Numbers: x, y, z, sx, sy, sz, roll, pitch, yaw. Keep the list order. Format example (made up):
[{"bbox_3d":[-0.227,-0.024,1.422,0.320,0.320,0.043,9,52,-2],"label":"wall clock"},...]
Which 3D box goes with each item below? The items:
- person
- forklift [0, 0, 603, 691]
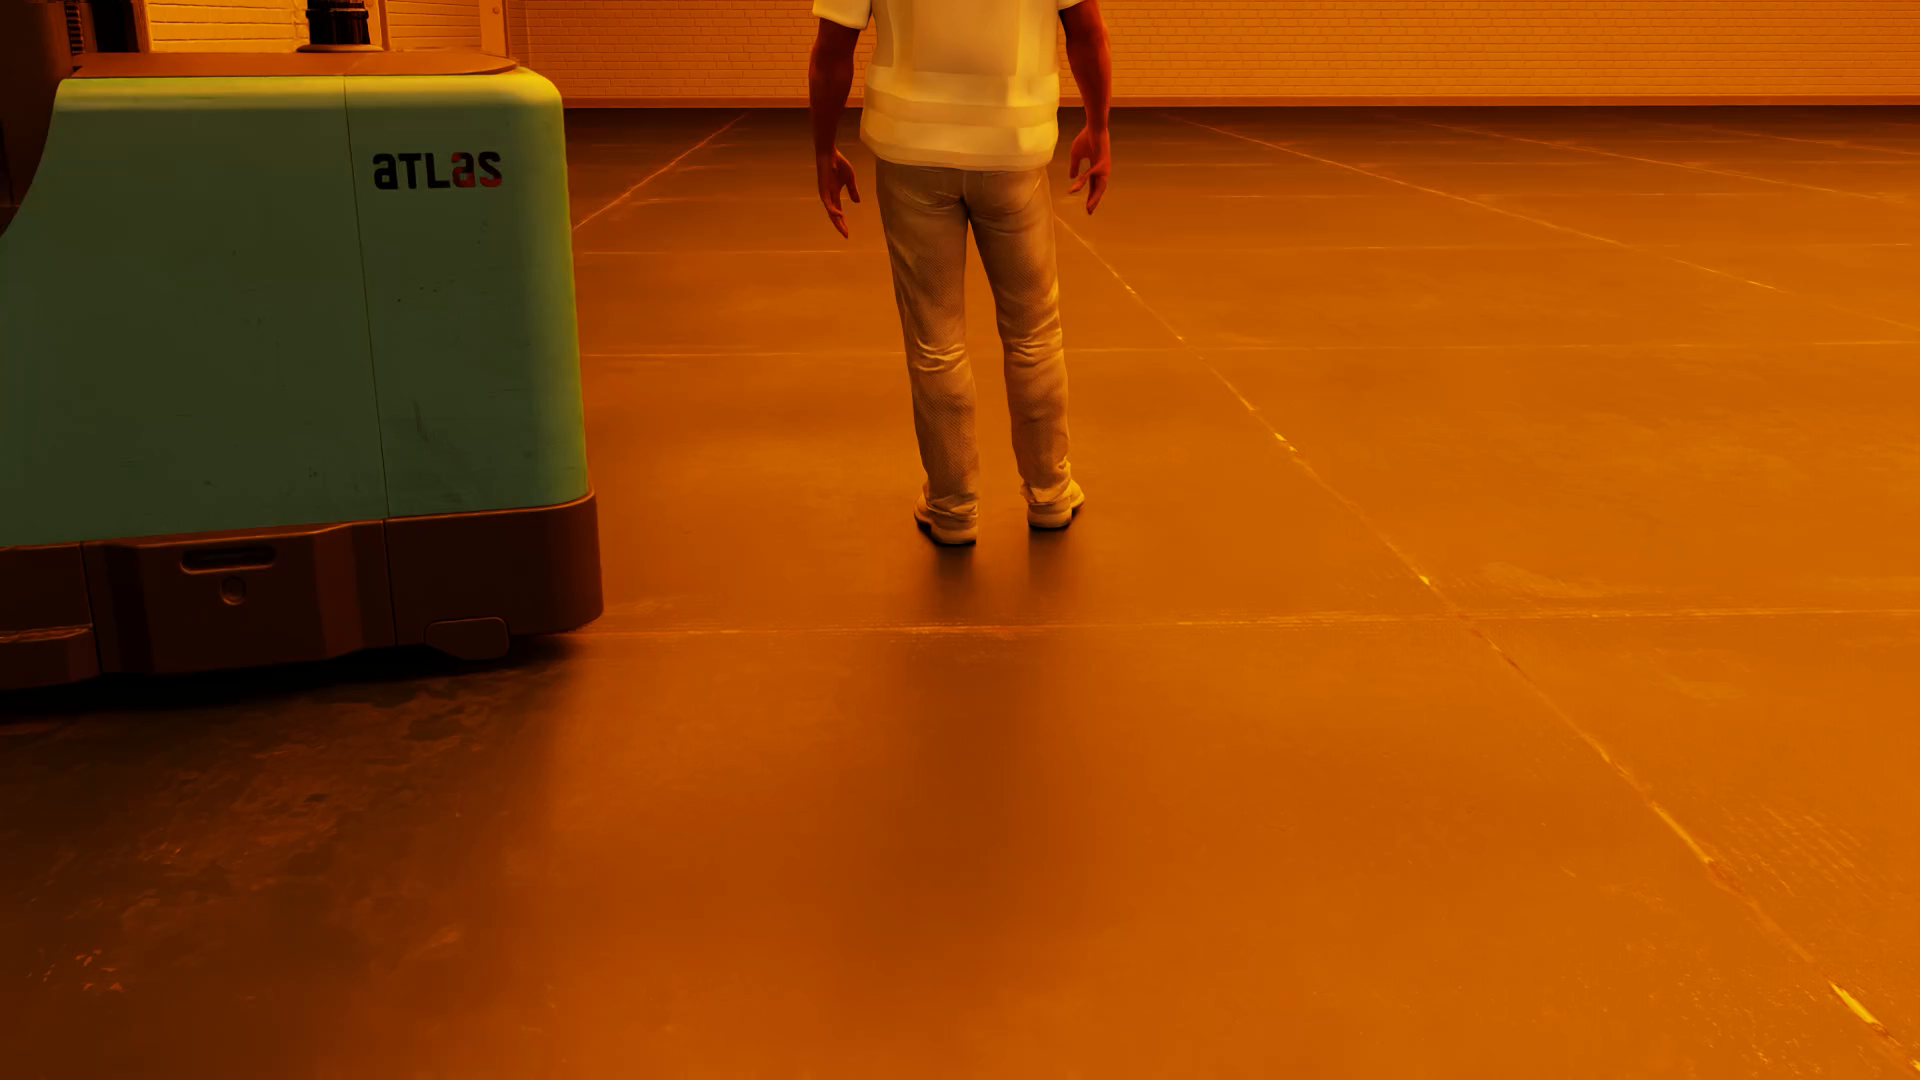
[{"bbox_3d":[0.003,-0.872,3.724,0.665,1.766,0.576,-1,17,-3],"label":"person"},{"bbox_3d":[-2.265,-1.191,2.803,3.031,2.935,1.130,-5,18,-16],"label":"forklift"}]
